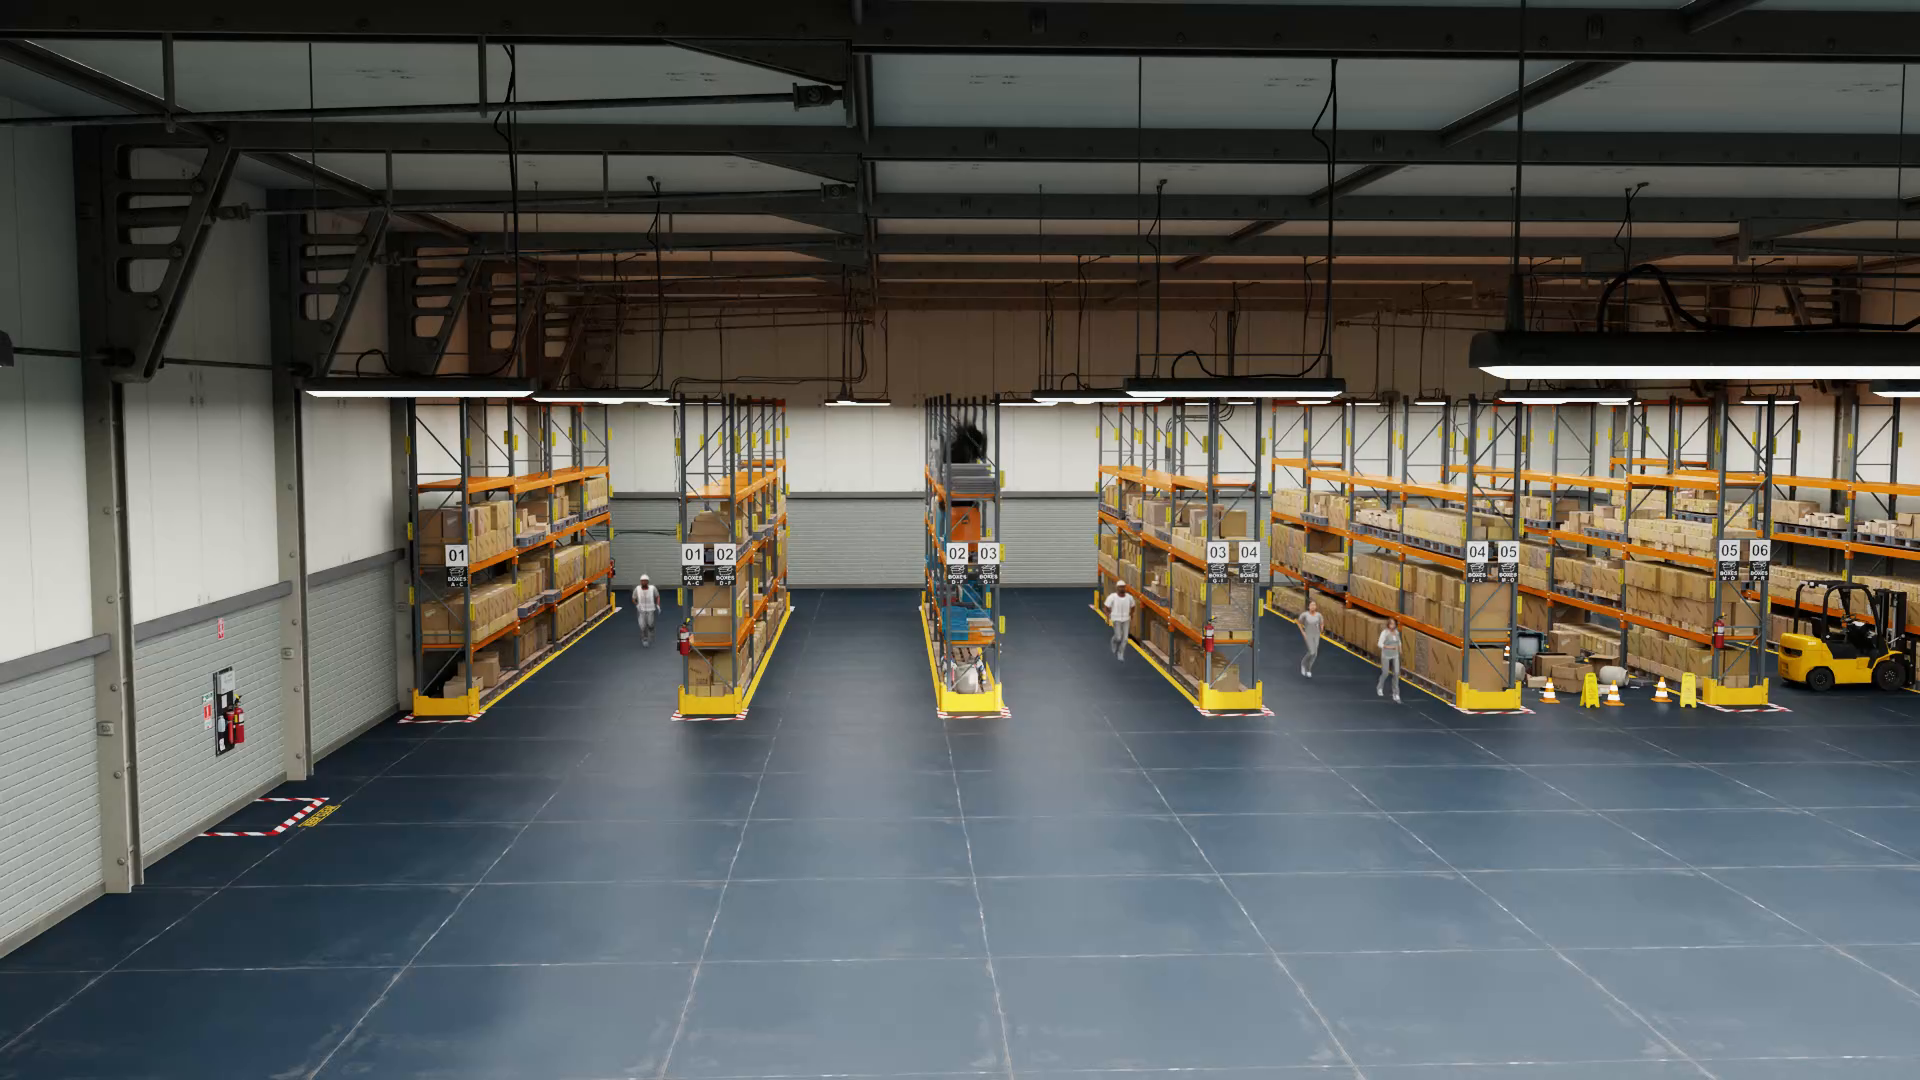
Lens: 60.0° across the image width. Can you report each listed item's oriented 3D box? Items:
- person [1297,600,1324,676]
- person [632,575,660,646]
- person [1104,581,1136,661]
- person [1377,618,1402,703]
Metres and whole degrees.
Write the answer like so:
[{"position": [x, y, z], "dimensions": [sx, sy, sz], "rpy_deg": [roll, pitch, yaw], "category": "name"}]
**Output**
[{"position": [7.519, 2.097, 35.461], "dimensions": [0.548, 1.637, 0.593], "rpy_deg": [-1, 5, -11], "category": "person"}, {"position": [-7.547, 1.699, 39.977], "dimensions": [0.680, 1.728, 0.632], "rpy_deg": [-1, 5, -9], "category": "person"}, {"position": [3.475, 1.735, 35.917], "dimensions": [0.701, 1.726, 0.587], "rpy_deg": [-1, 5, -9], "category": "person"}, {"position": [8.446, 2.343, 32.695], "dimensions": [0.555, 1.647, 0.725], "rpy_deg": [-1, 5, -11], "category": "person"}]
